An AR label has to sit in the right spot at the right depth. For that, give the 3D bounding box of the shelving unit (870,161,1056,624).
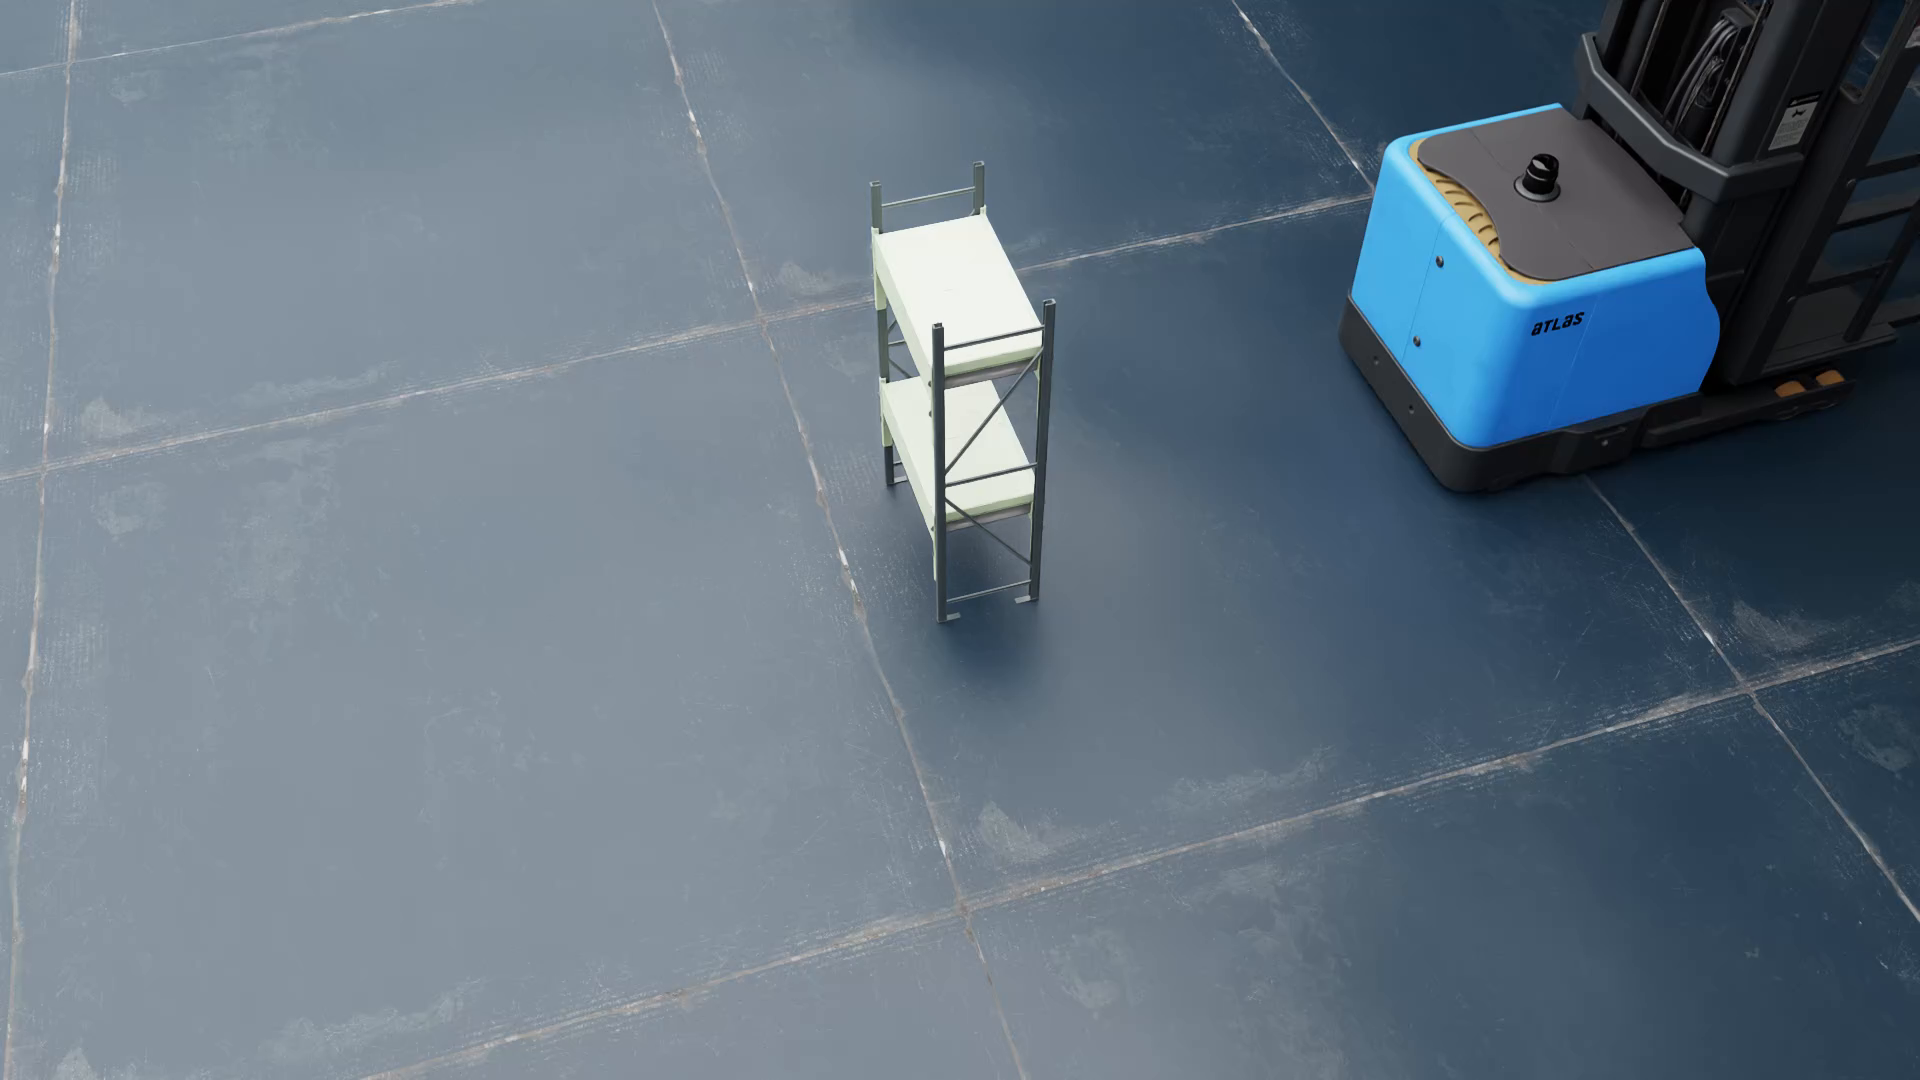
[{"bbox_3d":[-0.002,-0.488,5.970,0.431,1.500,0.755,-13,51,-11],"label":"shelving unit"}]

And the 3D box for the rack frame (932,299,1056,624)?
[{"bbox_3d":[0.106,-0.221,5.745,0.400,1.500,0.023,-13,51,-11],"label":"rack frame"}]

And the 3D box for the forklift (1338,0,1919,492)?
[{"bbox_3d":[3.208,-1.818,6.155,3.031,2.935,1.130,-15,51,-12],"label":"forklift"}]

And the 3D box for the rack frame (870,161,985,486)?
[{"bbox_3d":[-0.110,-0.756,6.196,0.400,1.500,0.023,-13,51,-11],"label":"rack frame"}]

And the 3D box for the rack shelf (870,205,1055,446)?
[{"bbox_3d":[-0.002,-0.740,5.672,0.431,0.370,0.720,-13,51,-11],"label":"rack shelf"}]

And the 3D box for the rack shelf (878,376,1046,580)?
[{"bbox_3d":[-0.002,-0.278,6.220,0.431,0.370,0.720,-13,51,-11],"label":"rack shelf"}]
